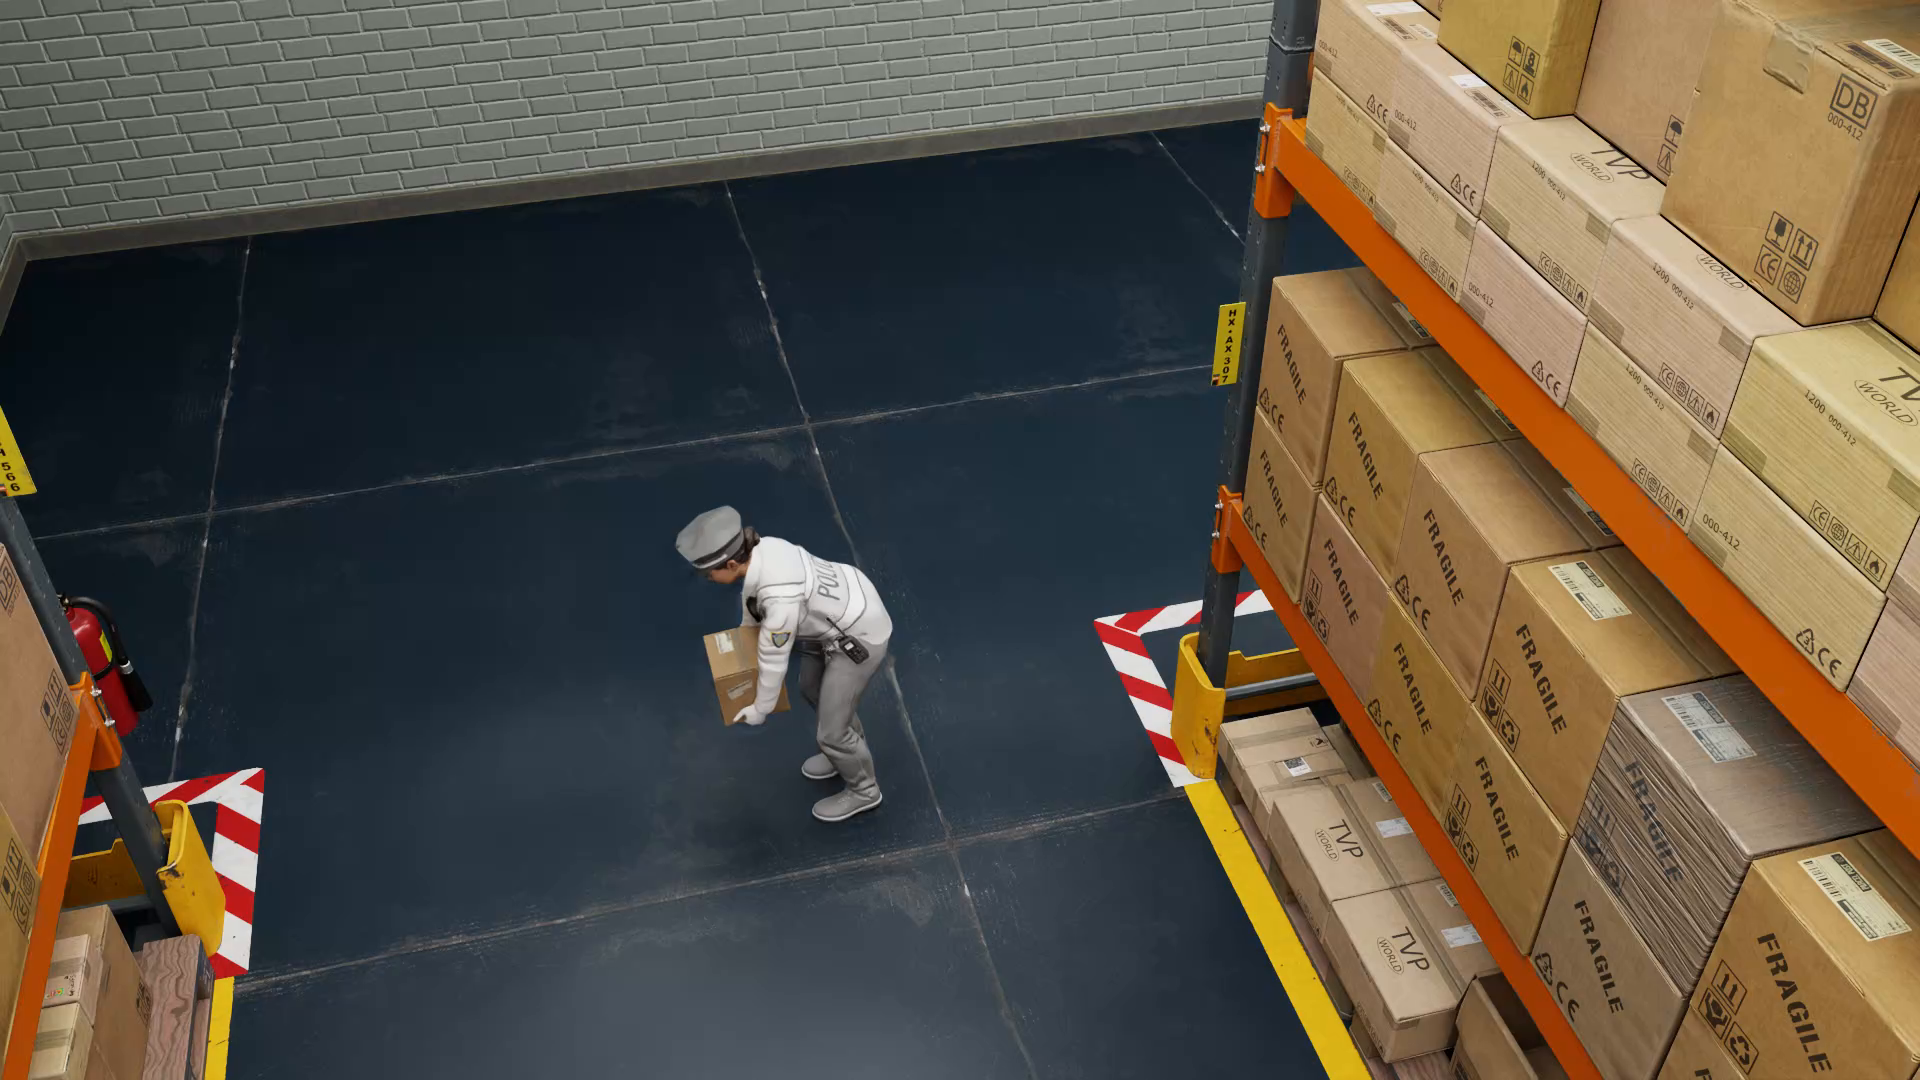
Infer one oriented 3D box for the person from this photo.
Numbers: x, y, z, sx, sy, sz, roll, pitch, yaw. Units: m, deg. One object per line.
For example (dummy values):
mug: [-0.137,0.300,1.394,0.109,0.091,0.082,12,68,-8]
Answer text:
person: [-0.631,0.467,6.283,0.756,1.474,0.415,-10,40,-13]
